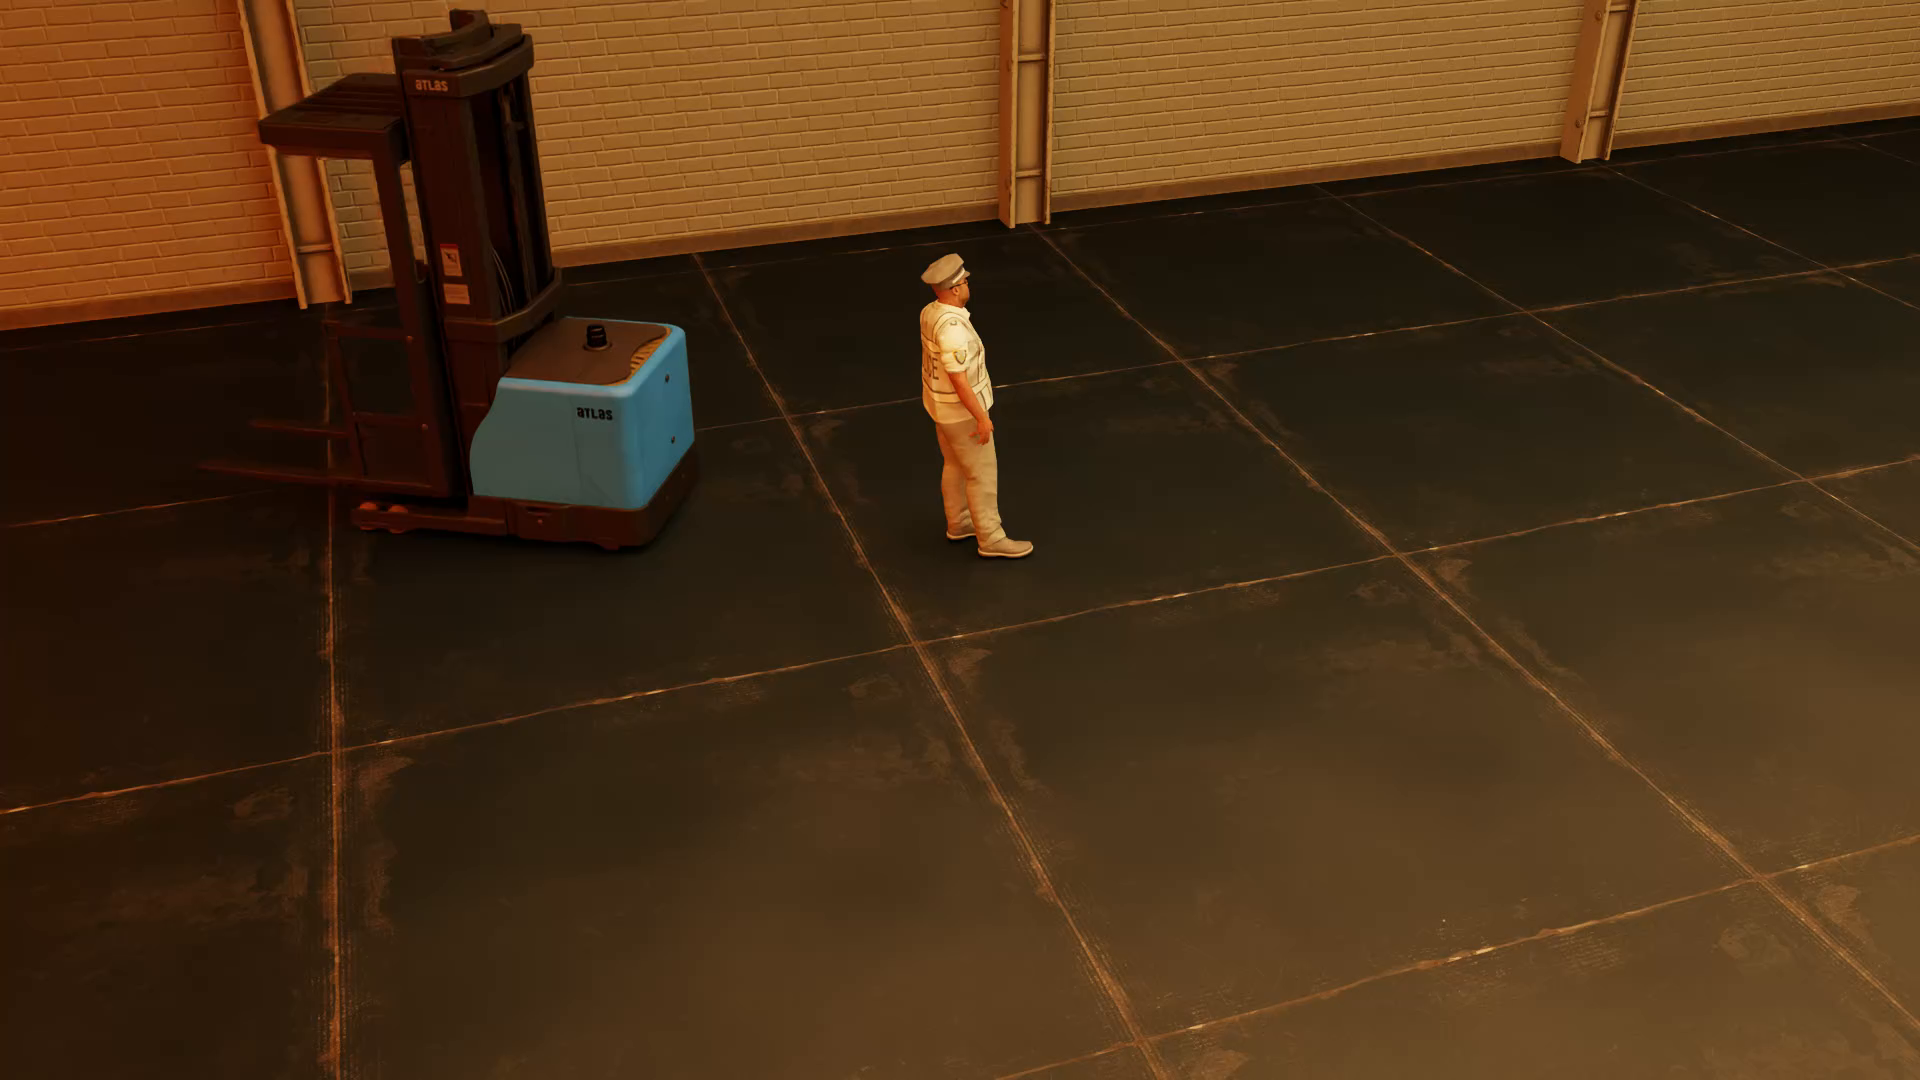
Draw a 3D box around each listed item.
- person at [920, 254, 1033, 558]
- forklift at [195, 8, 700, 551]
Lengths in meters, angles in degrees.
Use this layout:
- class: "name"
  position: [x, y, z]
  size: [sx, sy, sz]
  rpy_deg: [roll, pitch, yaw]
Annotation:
- class: "person"
  position: [0.078, -0.785, 9.590]
  size: [0.574, 1.779, 0.641]
  rpy_deg: [-10, 31, -16]
- class: "forklift"
  position: [-3.231, -1.562, 9.801]
  size: [3.031, 2.935, 1.130]
  rpy_deg: [6, 30, 9]
